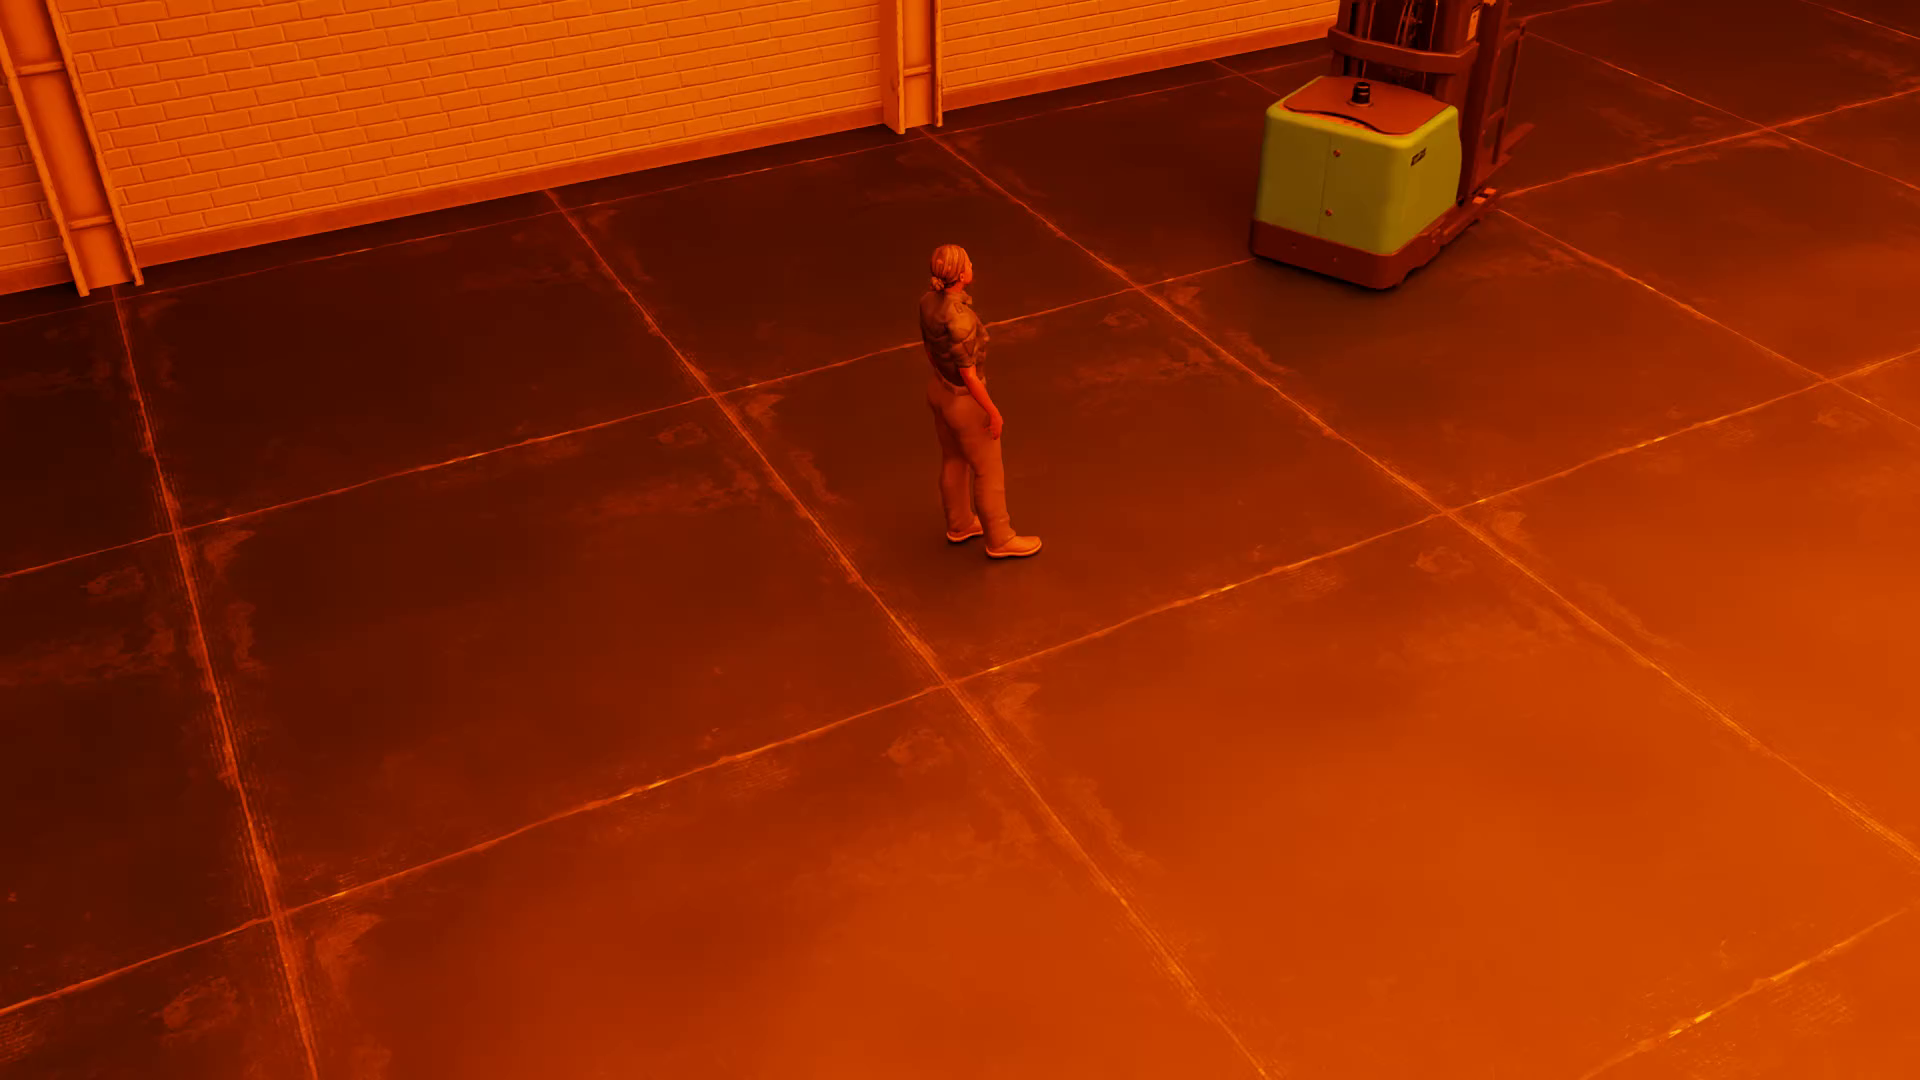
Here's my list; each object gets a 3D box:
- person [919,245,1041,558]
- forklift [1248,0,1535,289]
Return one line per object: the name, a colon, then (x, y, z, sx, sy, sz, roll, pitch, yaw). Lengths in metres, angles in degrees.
person: (0.087, -0.695, 8.200, 0.504, 1.654, 0.569, -17, 39, -23)
forklift: (3.251, -3.632, 11.261, 1.130, 2.935, 3.031, 23, 41, 29)
